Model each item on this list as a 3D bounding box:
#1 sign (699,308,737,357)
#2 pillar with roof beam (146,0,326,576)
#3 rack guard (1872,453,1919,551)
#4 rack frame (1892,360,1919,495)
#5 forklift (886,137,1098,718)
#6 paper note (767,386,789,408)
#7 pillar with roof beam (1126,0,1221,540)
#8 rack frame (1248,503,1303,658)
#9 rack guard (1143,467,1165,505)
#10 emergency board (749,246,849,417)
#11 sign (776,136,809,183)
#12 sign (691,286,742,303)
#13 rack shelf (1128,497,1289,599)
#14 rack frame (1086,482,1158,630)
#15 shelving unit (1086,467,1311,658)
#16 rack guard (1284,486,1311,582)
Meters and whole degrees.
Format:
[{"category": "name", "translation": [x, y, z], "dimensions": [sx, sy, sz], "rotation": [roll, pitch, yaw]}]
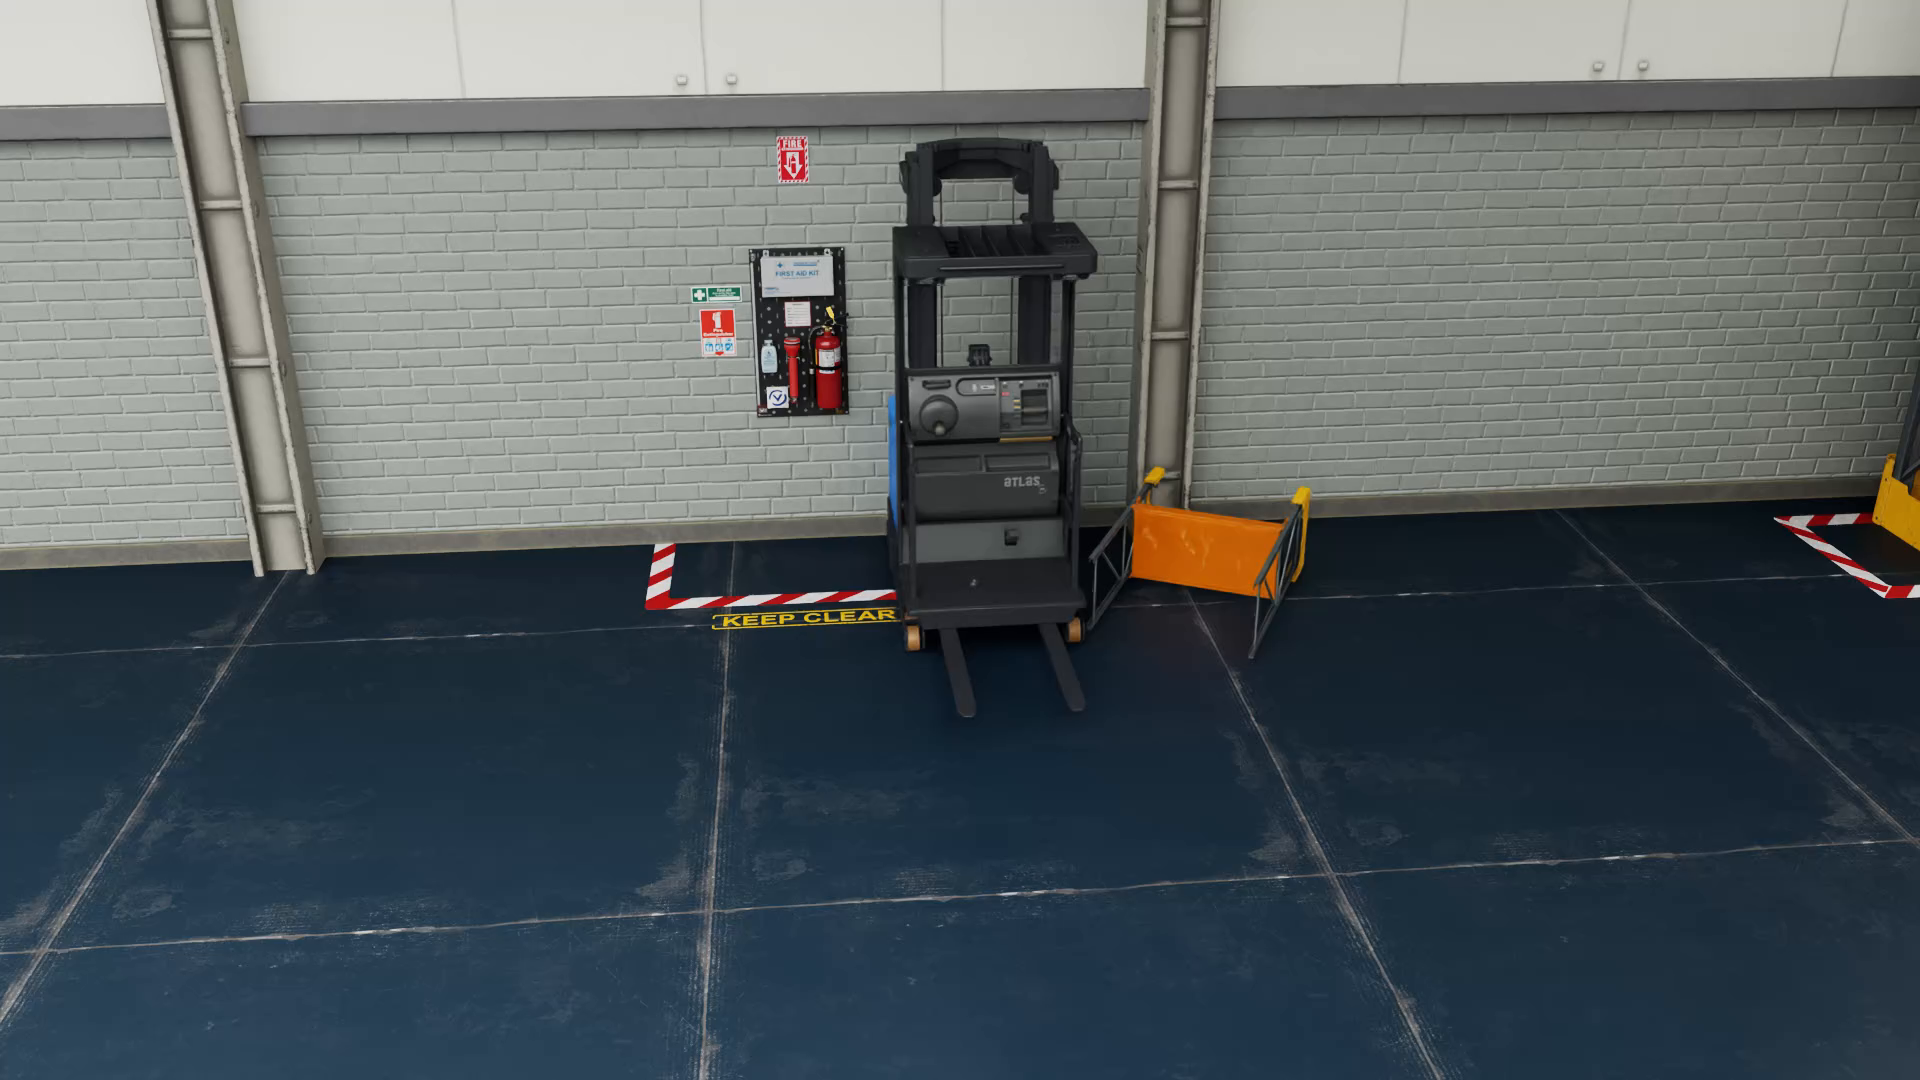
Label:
[{"category": "sign", "translation": [-1.619, -1.388, 11.136], "dimensions": [0.234, 0.329, 0.001], "rotation": [-2, 24, -5]}, {"category": "pillar with roof beam", "translation": [-4.144, -2.197, 5.615], "dimensions": [0.400, 9.000, 9.100], "rotation": [-2, 24, -5]}, {"category": "rack guard", "translation": [6.839, -0.158, 11.491], "dimensions": [0.348, 0.500, 1.175], "rotation": [-2, 24, -5]}, {"category": "rack frame", "translation": [6.763, -1.298, 10.976], "dimensions": [0.127, 3.000, 1.000], "rotation": [-2, 24, -5]}, {"category": "forklift", "translation": [0.175, -0.801, 9.942], "dimensions": [1.130, 2.935, 3.031], "rotation": [-3, 24, -6]}, {"category": "paper note", "translation": [-1.242, -0.971, 11.325], "dimensions": [0.142, 0.148, 0.016], "rotation": [-2, 24, -5]}, {"category": "pillar with roof beam", "translation": [1.827, -2.437, 6.153], "dimensions": [0.400, 9.000, 9.100], "rotation": [-2, 24, -5]}, {"category": "rack frame", "translation": [2.022, 0.199, 10.548], "dimensions": [0.032, 0.500, 1.500], "rotation": [9, 26, 19]}, {"category": "rack guard", "translation": [1.320, -0.185, 11.411], "dimensions": [0.087, 0.587, 0.250], "rotation": [9, 26, 19]}, {"category": "emergency board", "translation": [-1.059, -1.352, 11.100], "dimensions": [0.643, 1.169, 0.194], "rotation": [-2, 24, -5]}, {"category": "sign", "translation": [-1.077, -2.452, 10.719], "dimensions": [0.199, 0.298, 0.001], "rotation": [-2, 24, -5]}, {"category": "sign", "translation": [-1.614, -1.627, 11.021], "dimensions": [0.331, 0.109, 0.001], "rotation": [-2, 24, -5]}, {"category": "rack shelf", "translation": [1.614, 0.056, 10.870], "dimensions": [1.000, 0.538, 0.185], "rotation": [9, 26, 19]}, {"category": "rack frame", "translation": [1.075, 0.049, 10.886], "dimensions": [0.032, 0.500, 1.500], "rotation": [9, 26, 19]}, {"category": "shelving unit", "translation": [1.557, 0.125, 10.714], "dimensions": [1.083, 0.587, 1.500], "rotation": [9, 26, 19]}, {"category": "rack guard", "translation": [2.248, -0.038, 11.080], "dimensions": [0.087, 0.587, 0.250], "rotation": [9, 26, 19]}]
